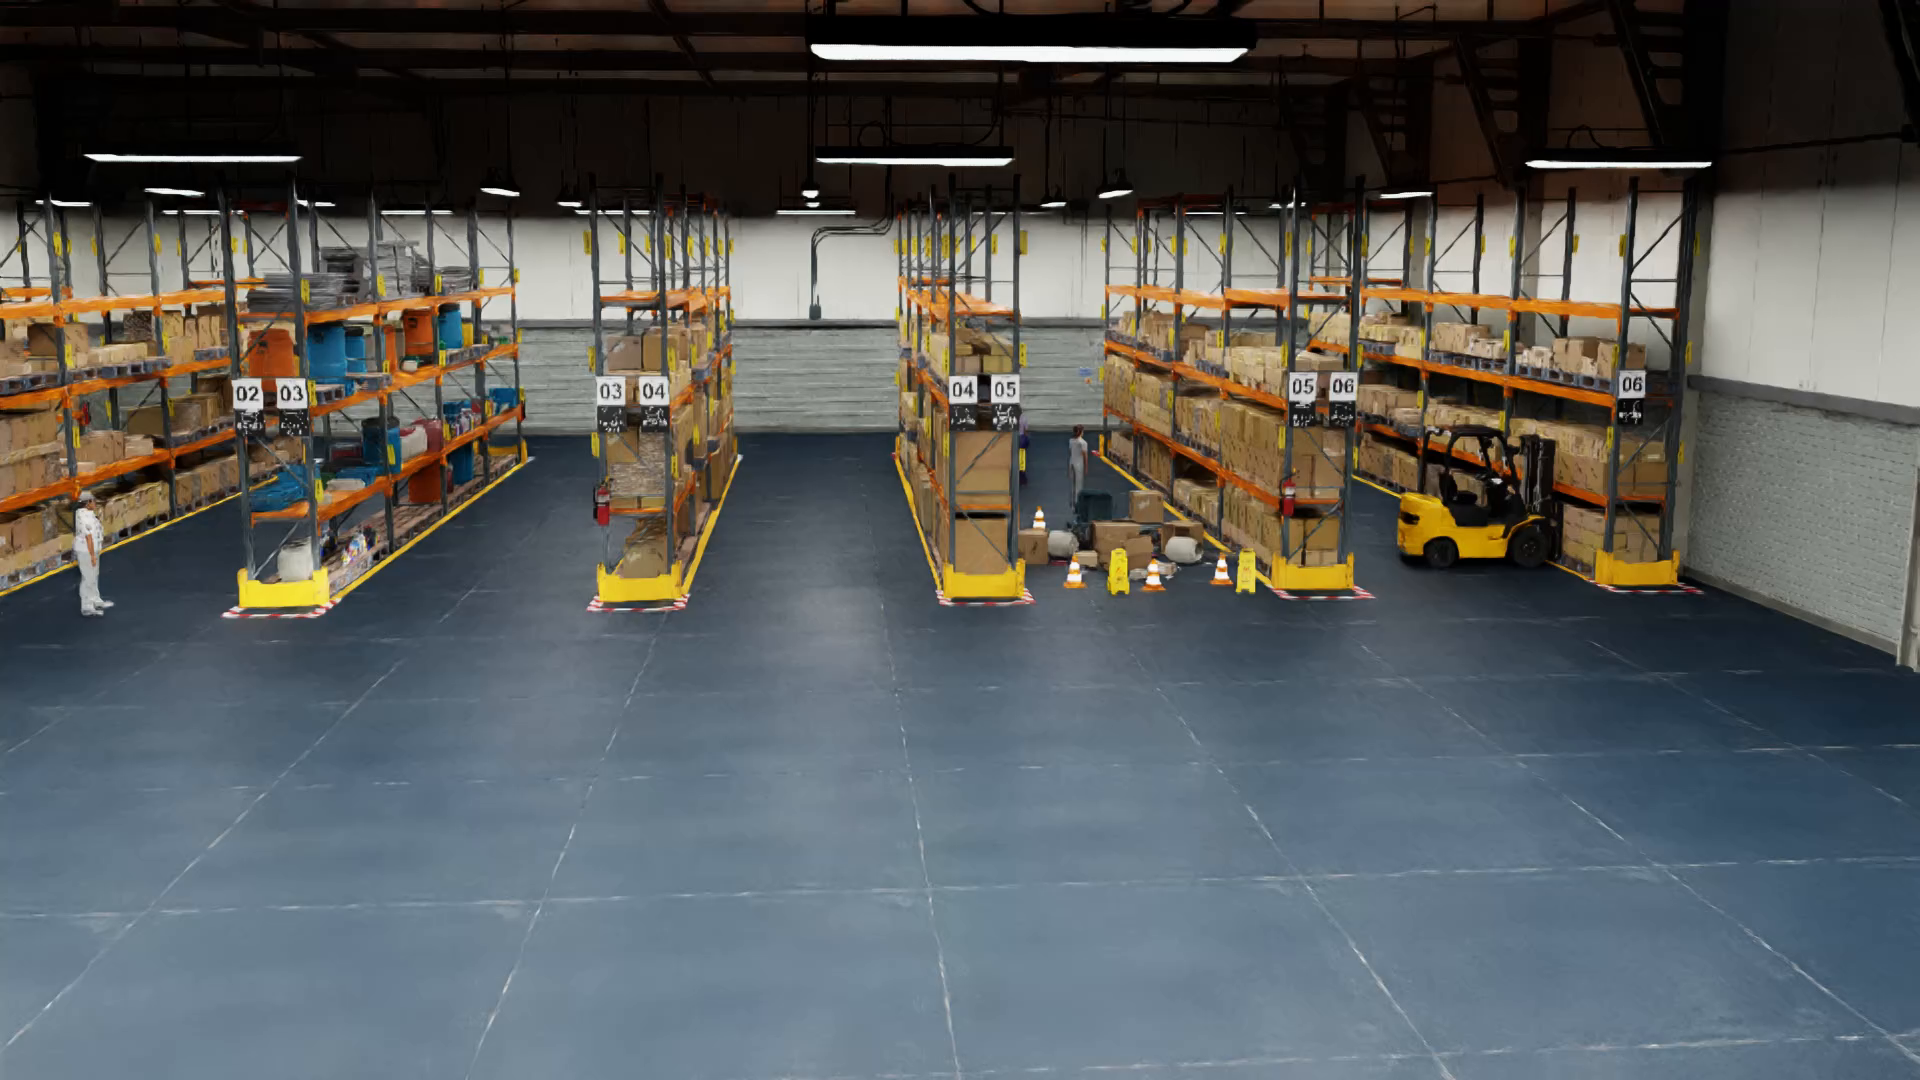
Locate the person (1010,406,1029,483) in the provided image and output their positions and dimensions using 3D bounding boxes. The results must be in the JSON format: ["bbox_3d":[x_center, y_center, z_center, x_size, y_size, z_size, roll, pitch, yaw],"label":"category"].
[{"bbox_3d":[1.236,-2.073,35.649,0.550,1.642,0.599,5,11,26],"label":"person"}]

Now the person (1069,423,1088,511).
[{"bbox_3d":[2.282,-1.387,31.661,0.432,1.677,0.496,-7,12,-35],"label":"person"}]

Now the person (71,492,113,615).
[{"bbox_3d":[-11.961,0.167,22.899,0.463,1.673,0.579,-7,12,-34],"label":"person"}]
